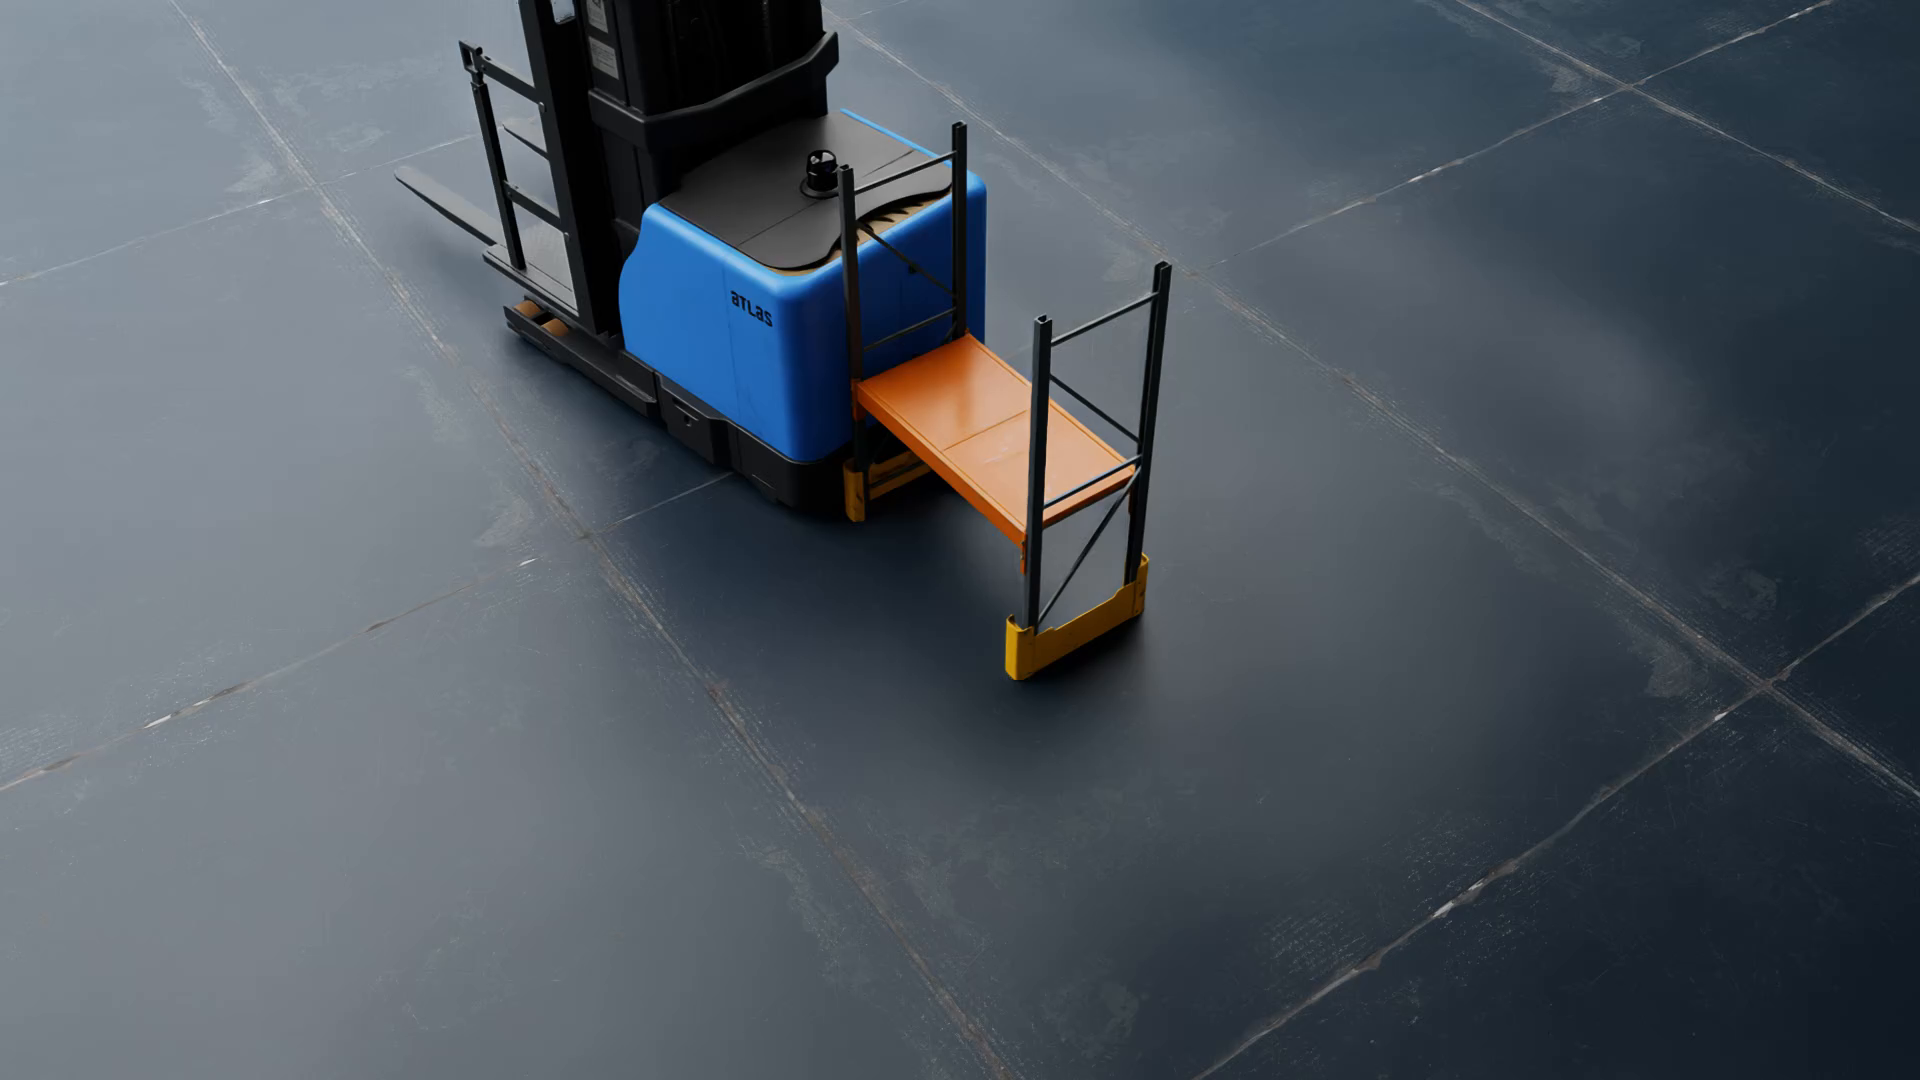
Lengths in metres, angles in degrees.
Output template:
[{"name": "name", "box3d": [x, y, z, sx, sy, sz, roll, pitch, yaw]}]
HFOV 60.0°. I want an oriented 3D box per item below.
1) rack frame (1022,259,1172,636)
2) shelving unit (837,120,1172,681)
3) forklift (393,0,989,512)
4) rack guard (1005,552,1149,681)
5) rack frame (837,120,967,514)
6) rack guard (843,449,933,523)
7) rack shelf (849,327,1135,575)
[{"name": "rack frame", "box3d": [0.420, -0.182, 5.355, 0.500, 1.500, 0.032, -27, 50, -26]}, {"name": "shelving unit", "box3d": [0.112, -0.469, 5.655, 0.587, 1.500, 1.083, -27, 50, -26]}, {"name": "forklift", "box3d": [-1.303, -2.061, 6.286, 3.031, 2.935, 1.130, 33, 53, 30]}, {"name": "rack guard", "box3d": [0.409, 0.259, 5.798, 0.587, 0.250, 0.087, -27, 50, -26]}, {"name": "rack frame", "box3d": [-0.186, -0.746, 5.945, 0.500, 1.500, 0.032, -27, 50, -26]}, {"name": "rack guard", "box3d": [-0.185, -0.293, 6.376, 0.587, 0.250, 0.087, -27, 50, -26]}, {"name": "rack shelf", "box3d": [0.117, -0.334, 5.774, 0.538, 0.185, 1.000, -27, 50, -26]}]
